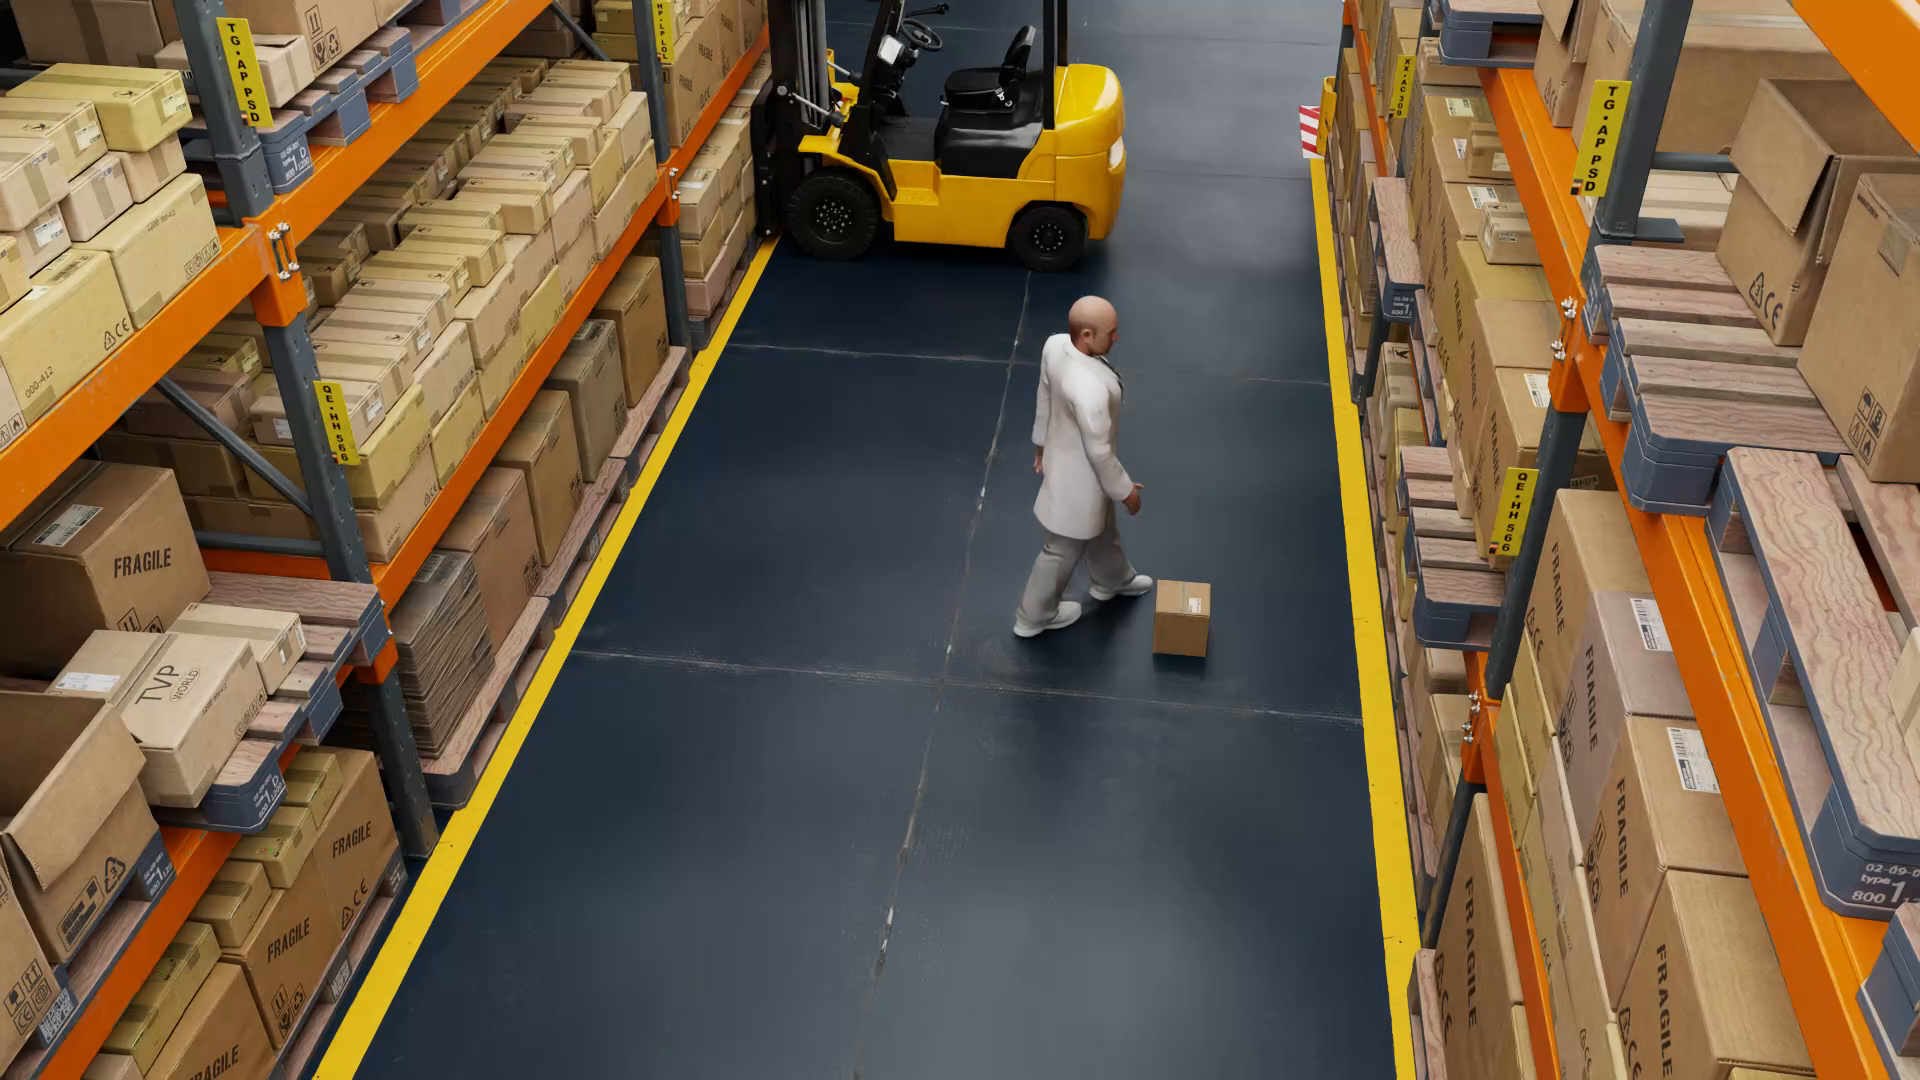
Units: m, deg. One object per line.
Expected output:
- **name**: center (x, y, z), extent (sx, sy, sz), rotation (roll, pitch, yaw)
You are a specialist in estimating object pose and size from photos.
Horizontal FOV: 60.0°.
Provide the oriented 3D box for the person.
- **person**: center (0.630, -0.308, 7.487), extent (0.774, 1.786, 0.629), rotation (-7, 36, -9)
